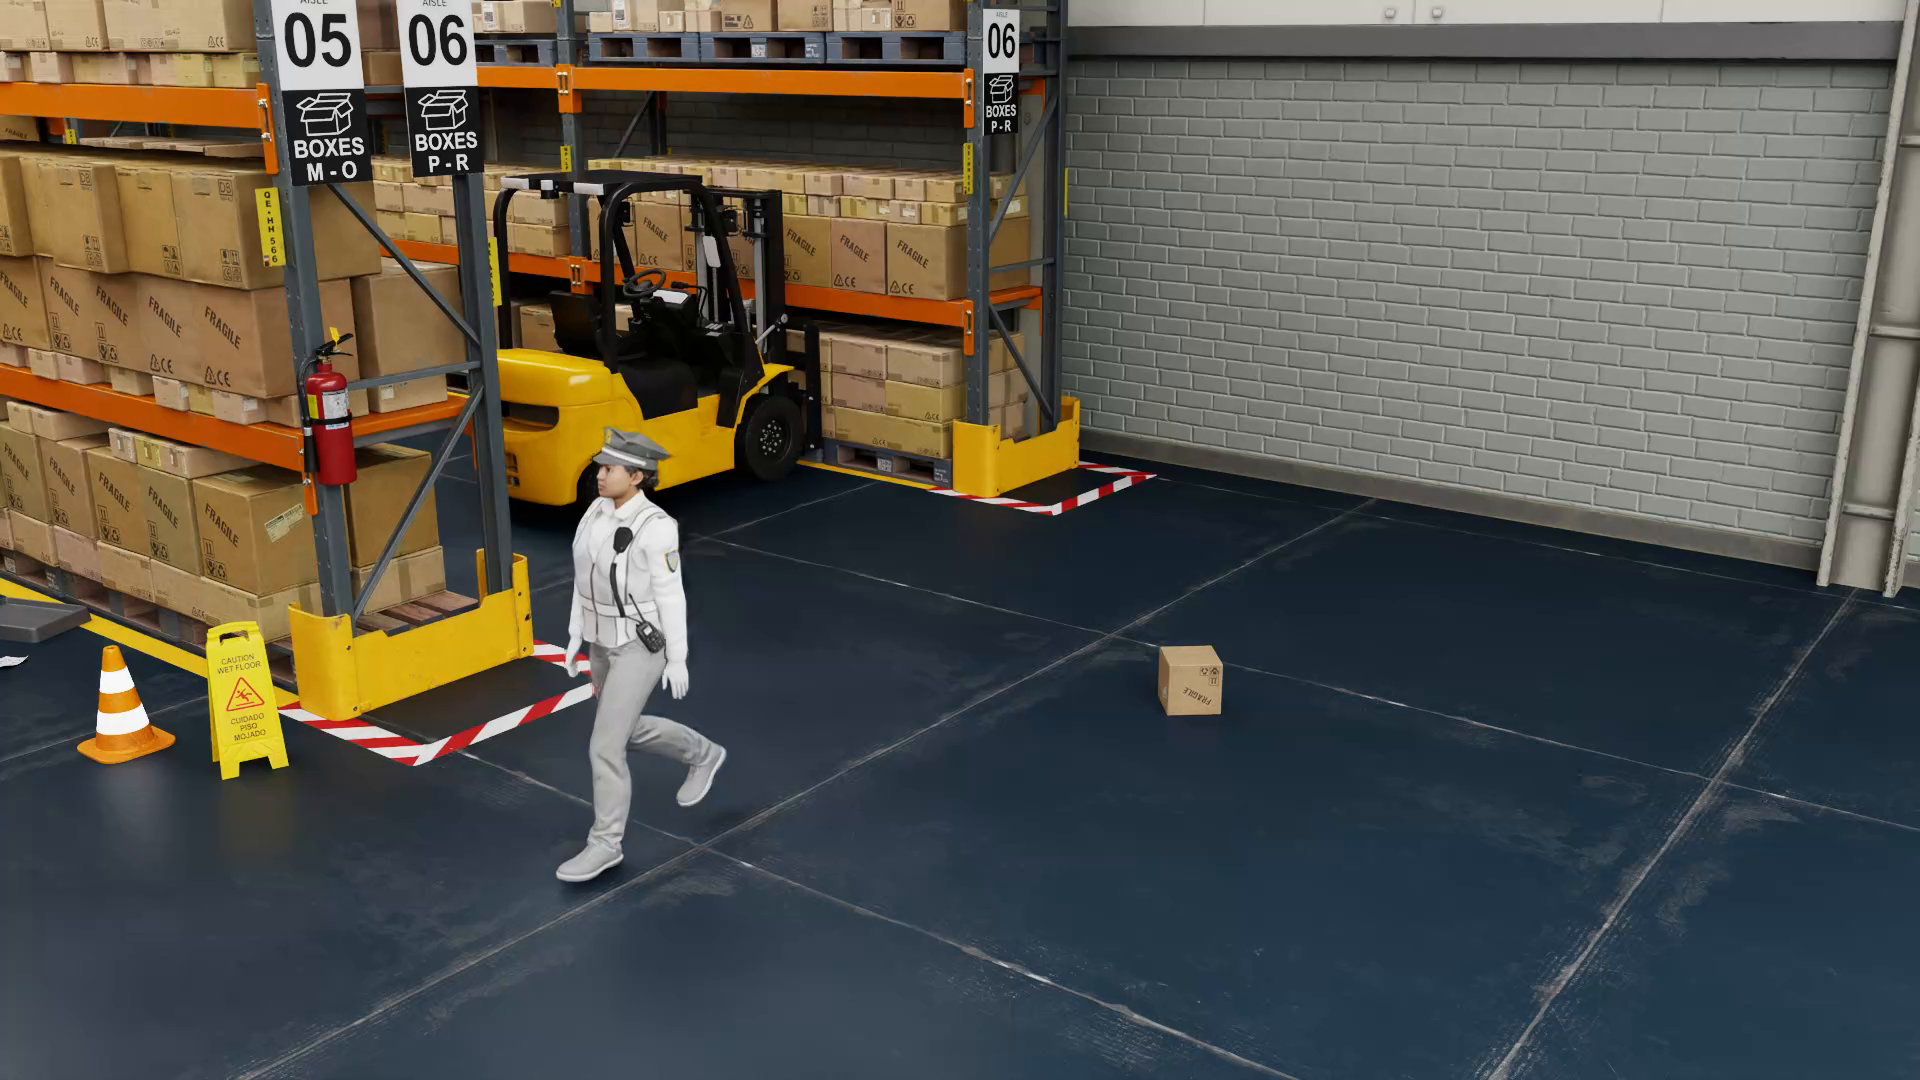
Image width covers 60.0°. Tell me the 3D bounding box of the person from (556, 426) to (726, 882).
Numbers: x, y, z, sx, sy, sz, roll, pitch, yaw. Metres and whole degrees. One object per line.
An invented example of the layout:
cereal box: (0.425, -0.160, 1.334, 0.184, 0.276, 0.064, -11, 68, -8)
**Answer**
person: (-1.224, 0.368, 6.225, 0.502, 1.654, 0.873, 16, 23, 42)
